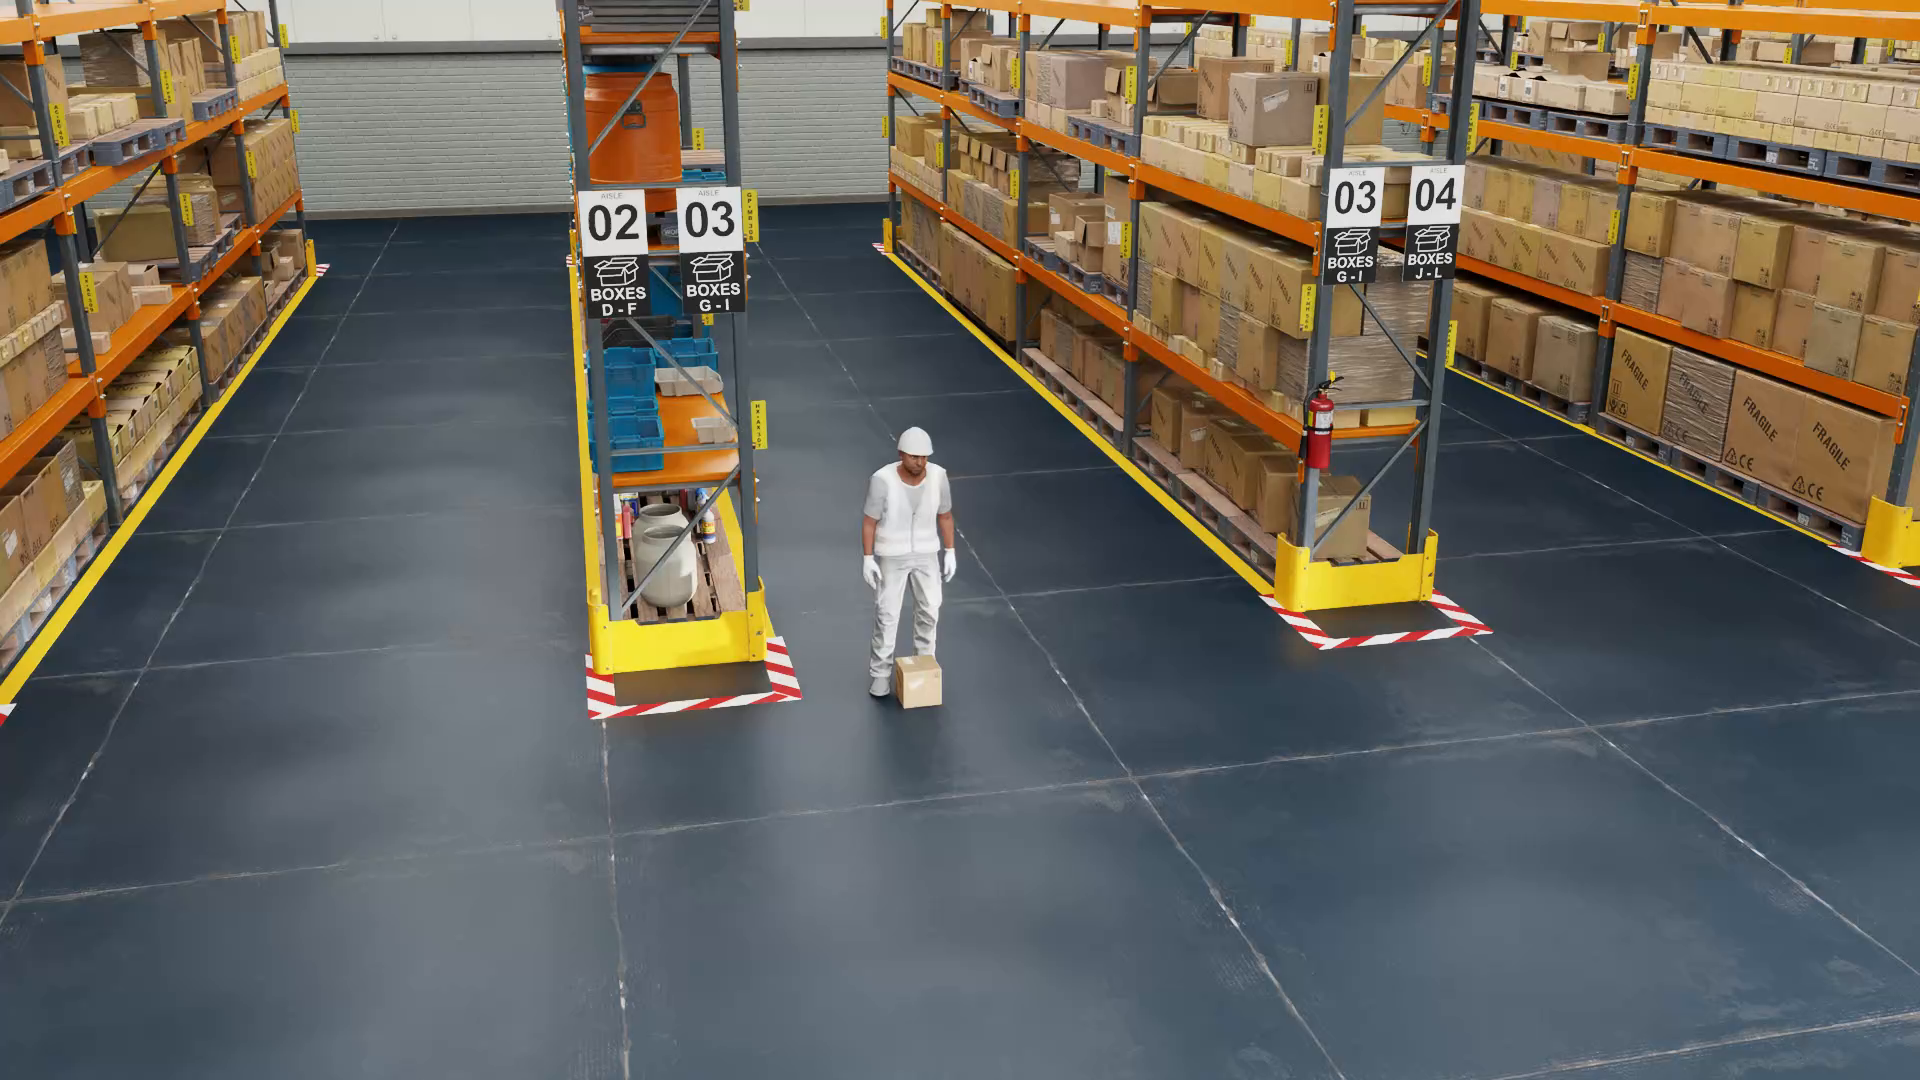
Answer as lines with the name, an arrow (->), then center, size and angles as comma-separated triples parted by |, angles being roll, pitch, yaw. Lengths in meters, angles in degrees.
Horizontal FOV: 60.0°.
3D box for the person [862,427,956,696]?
person -> -0.325, 0.121, 10.710 | 0.625, 1.773, 0.452 | -6, 20, -16
